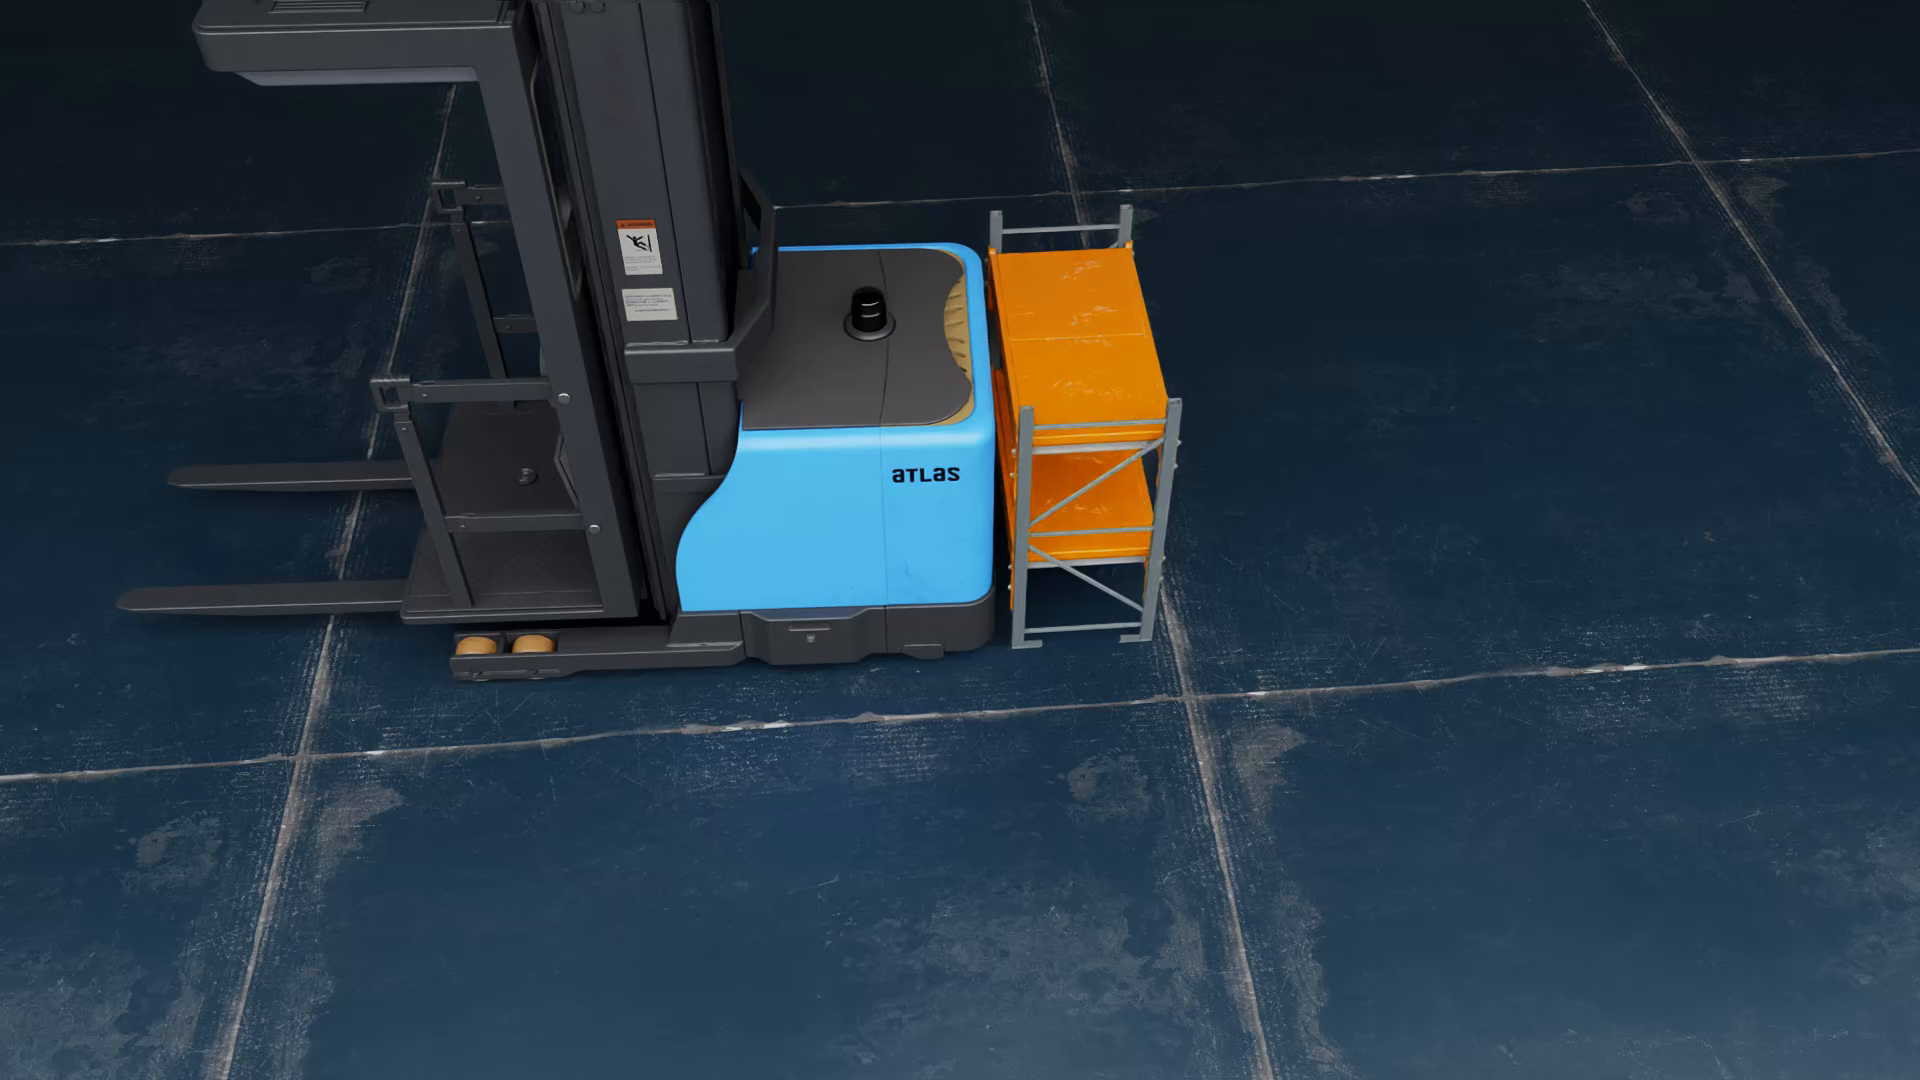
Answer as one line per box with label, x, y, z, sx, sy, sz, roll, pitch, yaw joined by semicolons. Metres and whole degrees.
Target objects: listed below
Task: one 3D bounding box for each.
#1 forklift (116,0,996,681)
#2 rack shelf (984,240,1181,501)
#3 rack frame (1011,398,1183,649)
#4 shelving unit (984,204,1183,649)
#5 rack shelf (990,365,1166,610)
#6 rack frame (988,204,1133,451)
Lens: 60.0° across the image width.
forklift;-1.409;-0.911;5.094;3.031;2.935;1.130;-2;47;-2
rack shelf;0.393;-0.595;5.635;0.538;0.278;1.000;-3;47;-3
rack frame;0.432;-0.025;5.499;0.500;1.125;0.032;-3;47;-3
shelving unit;0.393;-0.393;5.848;0.538;1.125;1.048;-3;47;-3
rack shelf;0.393;-0.225;6.025;0.538;0.278;1.000;-3;47;-3
rack frame;0.354;-0.761;6.196;0.500;1.125;0.032;-3;47;-3
